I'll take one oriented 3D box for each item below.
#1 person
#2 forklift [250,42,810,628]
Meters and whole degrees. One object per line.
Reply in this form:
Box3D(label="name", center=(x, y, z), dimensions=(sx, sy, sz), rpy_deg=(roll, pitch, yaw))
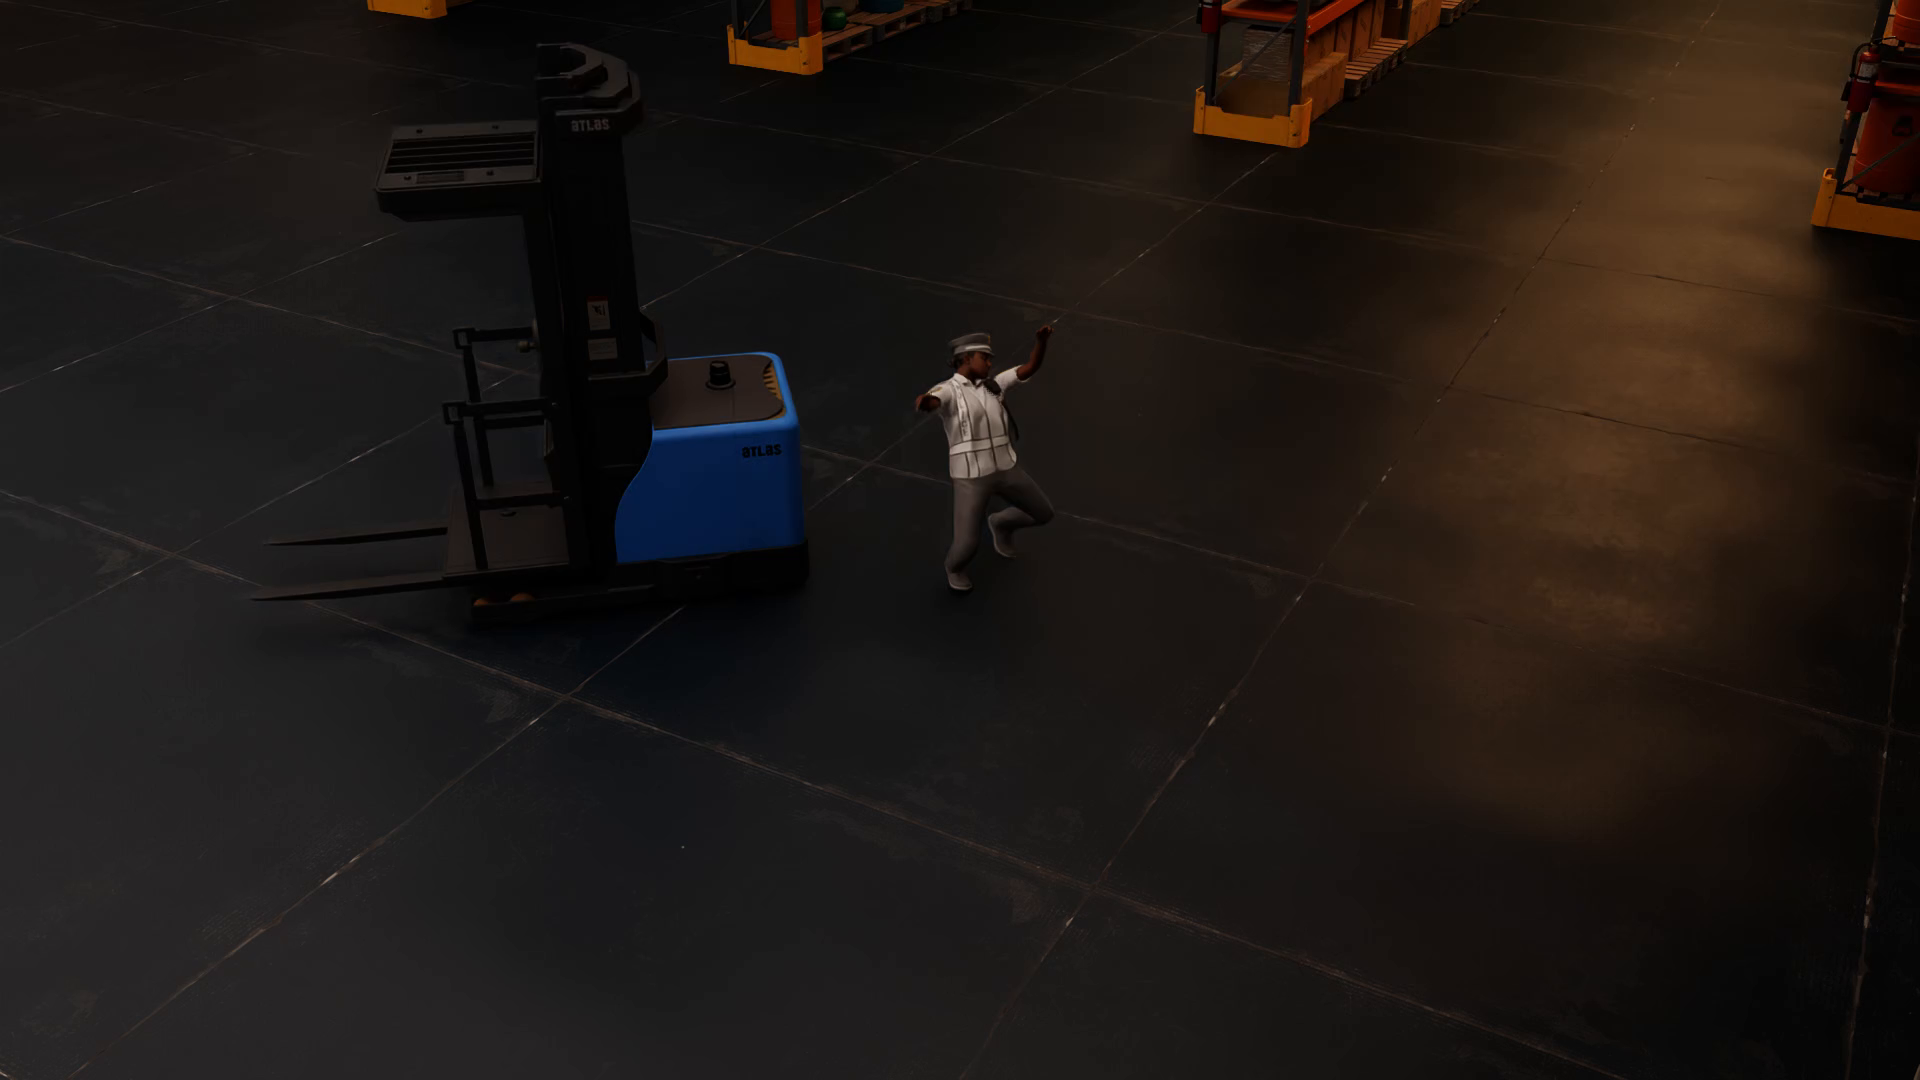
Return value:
Box3D(label="person", center=(-0.006, -0.459, 9.204), dimensions=(0.952, 1.575, 0.684), rpy_deg=(-21, 36, -32))
Box3D(label="forklift", center=(-2.433, -1.075, 8.933), dimensions=(3.031, 2.935, 1.130), rpy_deg=(-6, 31, -10))
